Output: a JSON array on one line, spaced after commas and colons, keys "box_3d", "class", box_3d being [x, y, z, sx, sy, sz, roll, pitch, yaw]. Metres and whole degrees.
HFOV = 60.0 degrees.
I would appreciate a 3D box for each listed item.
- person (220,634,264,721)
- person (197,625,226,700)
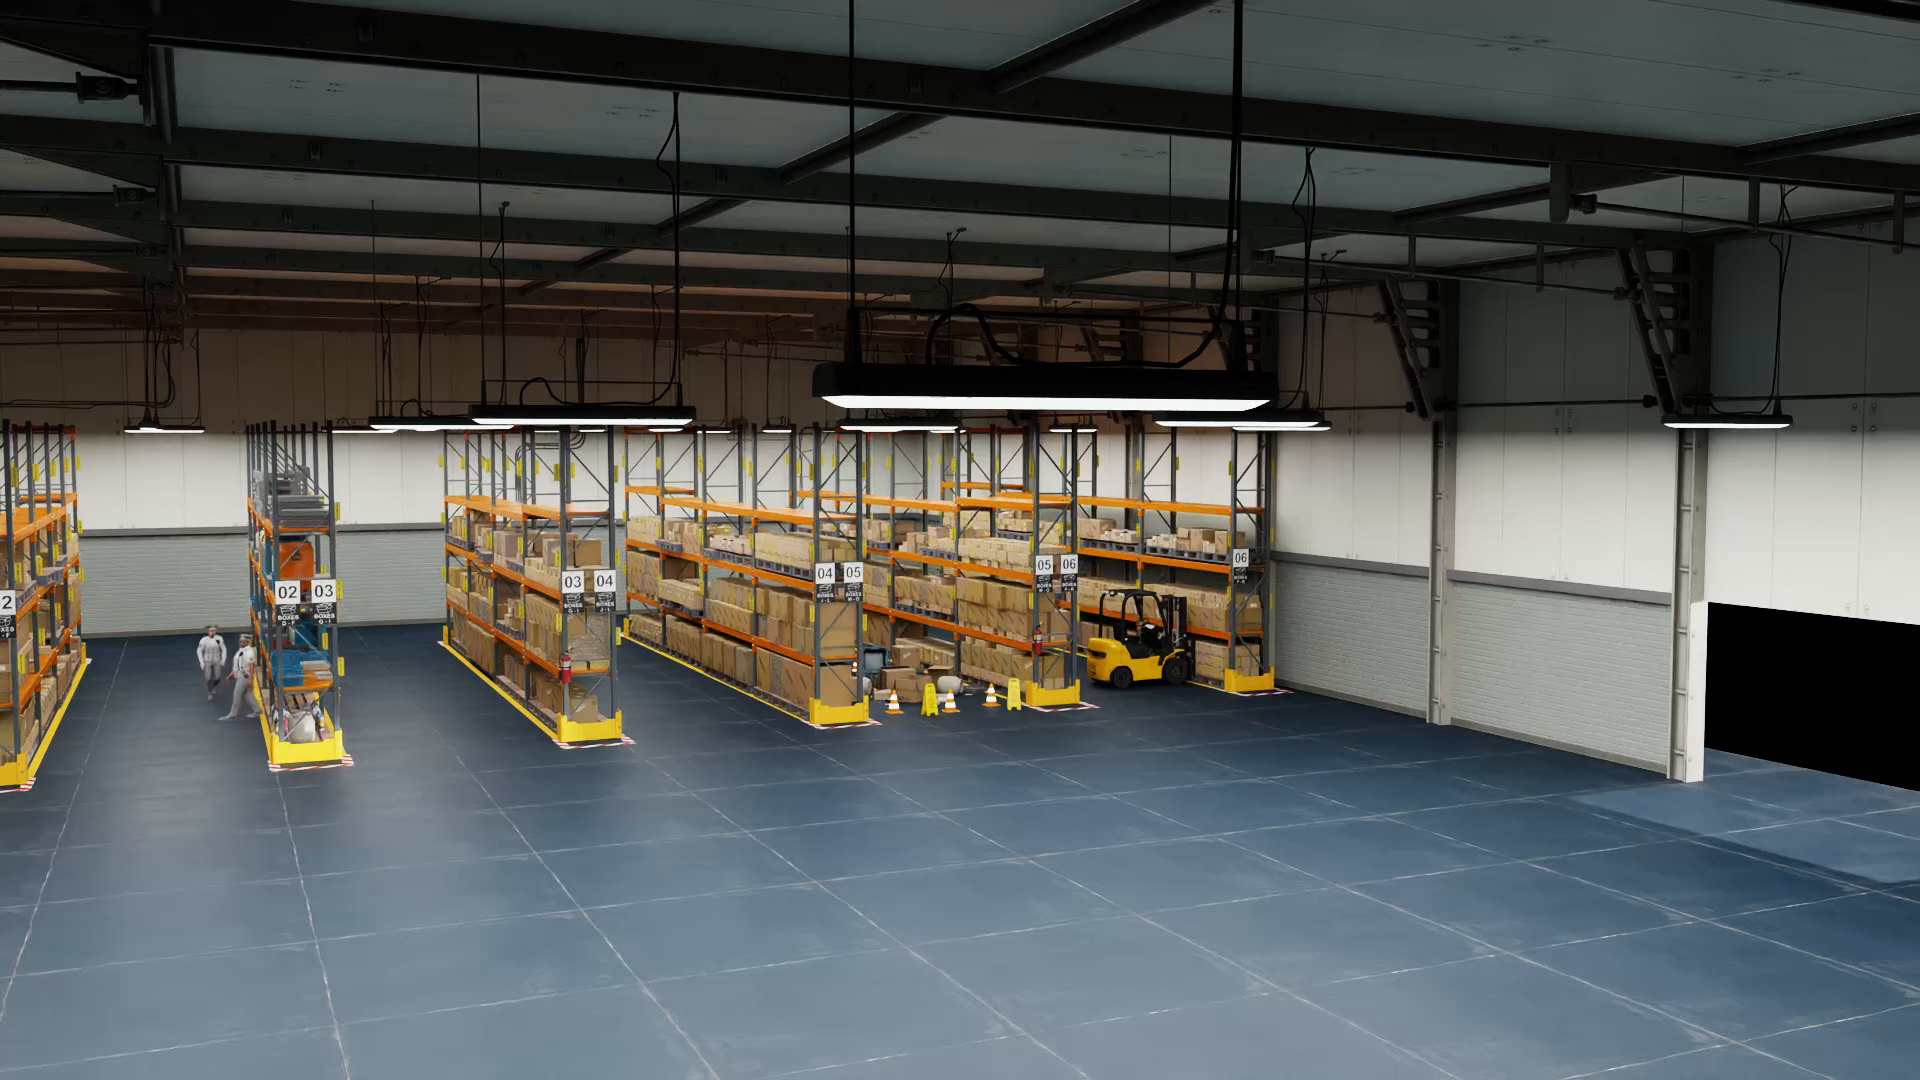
[{"box_3d": [-14.438, 2.747, 33.409, 0.879, 1.731, 0.555, -3, 5, -39], "class": "person"}, {"box_3d": [-16.325, 2.646, 36.283, 0.581, 1.648, 0.526, -2, 4, -25], "class": "person"}]
